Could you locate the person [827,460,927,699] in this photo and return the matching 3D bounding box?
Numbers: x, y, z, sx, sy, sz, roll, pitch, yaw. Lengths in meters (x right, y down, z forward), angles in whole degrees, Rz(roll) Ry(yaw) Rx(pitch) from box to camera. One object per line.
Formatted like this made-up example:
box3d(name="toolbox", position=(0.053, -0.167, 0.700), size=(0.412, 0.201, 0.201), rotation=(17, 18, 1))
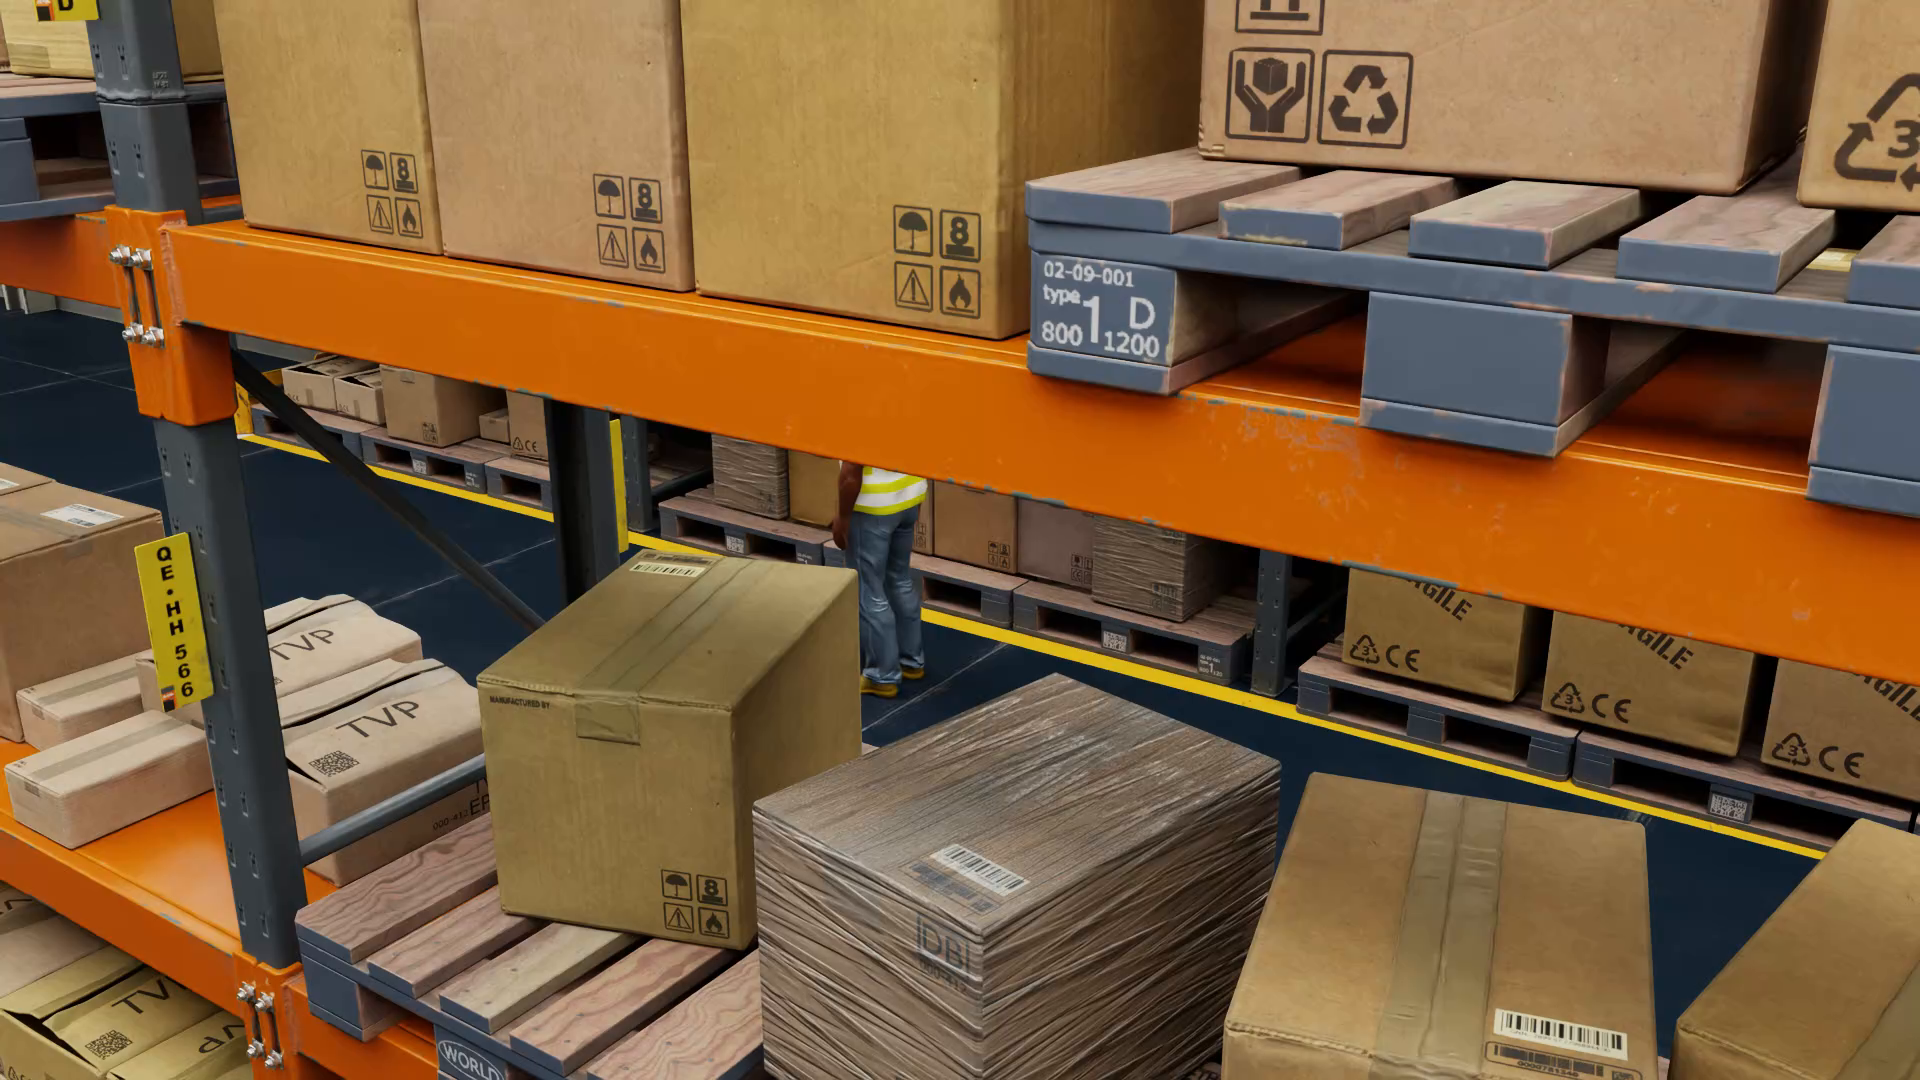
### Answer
box3d(name="person", position=(-0.358, -0.160, 7.490), size=(0.369, 1.764, 0.565), rotation=(14, 24, 33))
